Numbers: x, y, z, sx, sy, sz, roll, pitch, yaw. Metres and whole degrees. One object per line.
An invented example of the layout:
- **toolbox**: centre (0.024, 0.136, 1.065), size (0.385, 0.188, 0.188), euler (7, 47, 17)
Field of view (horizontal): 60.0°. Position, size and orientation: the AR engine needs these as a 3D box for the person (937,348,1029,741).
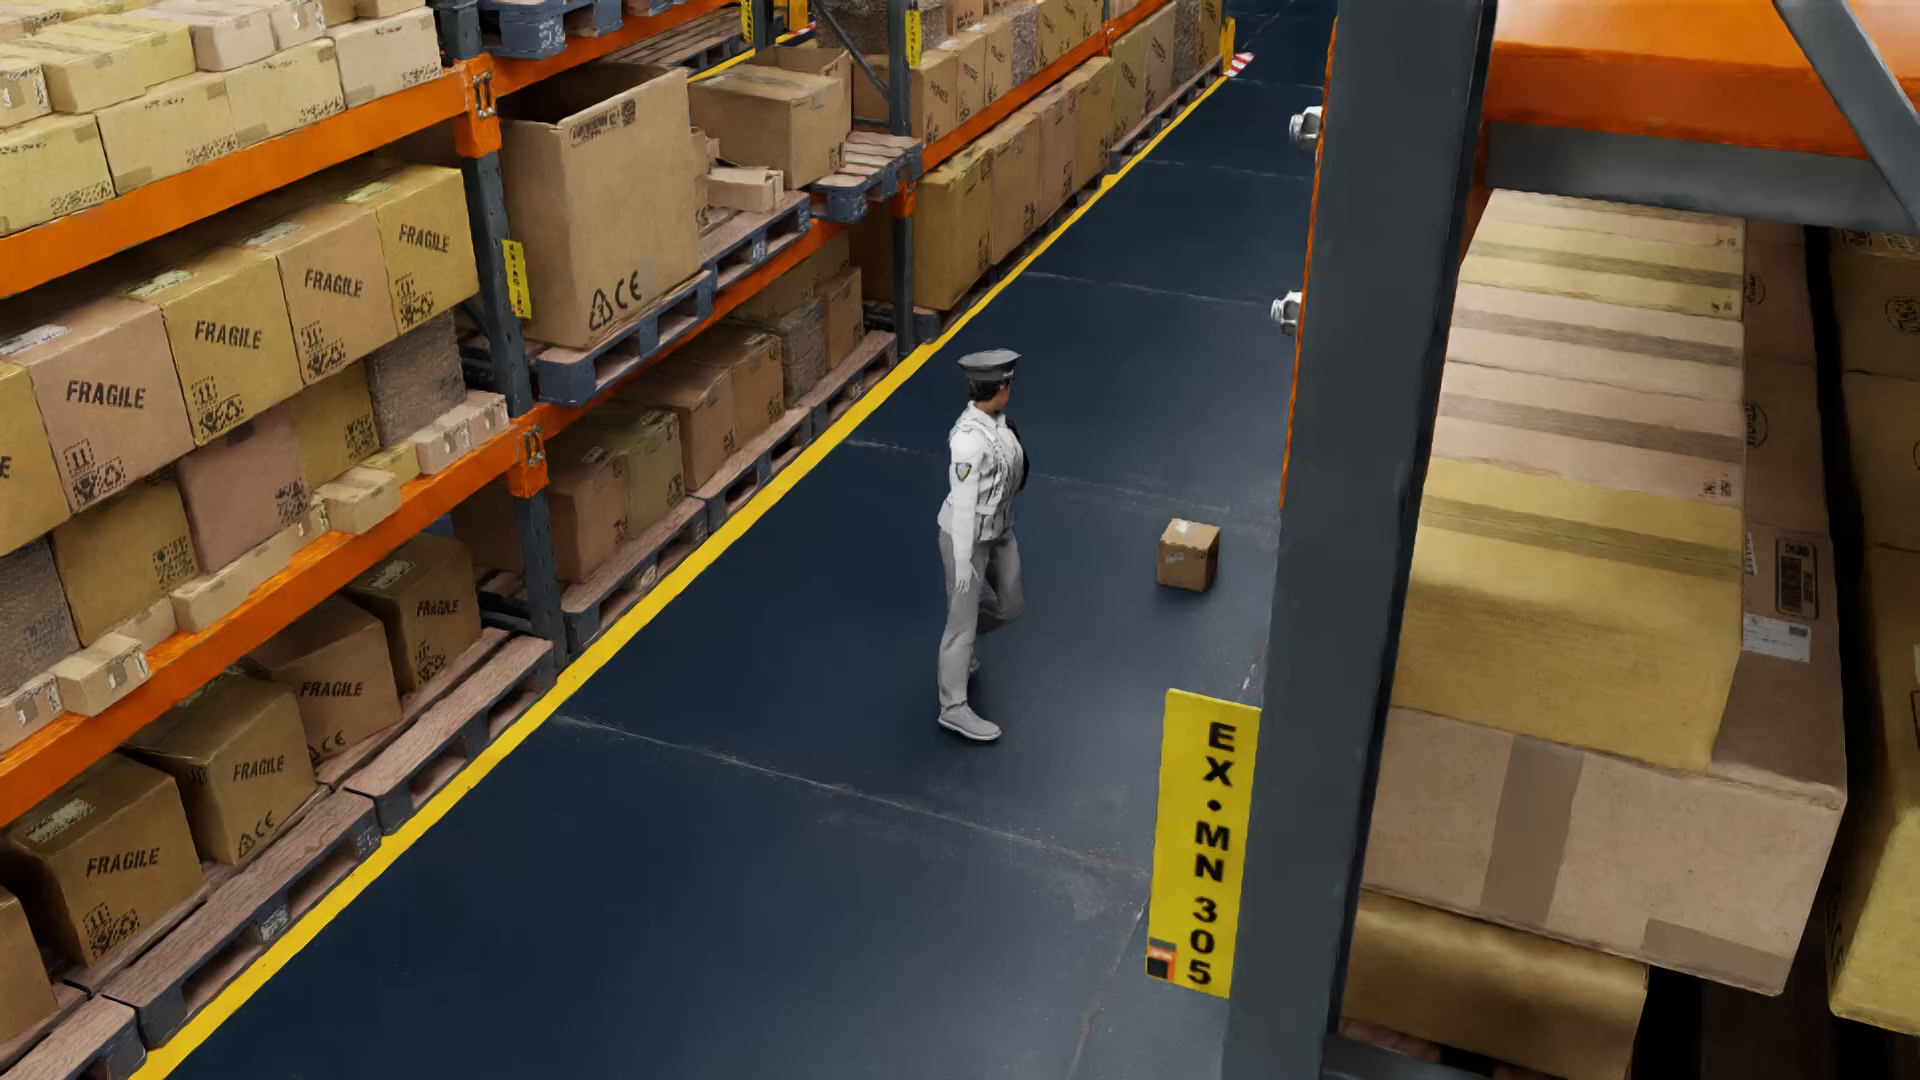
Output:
- **person**: centre (0.079, 0.007, 7.137), size (0.453, 1.641, 0.610), euler (14, 33, 24)
